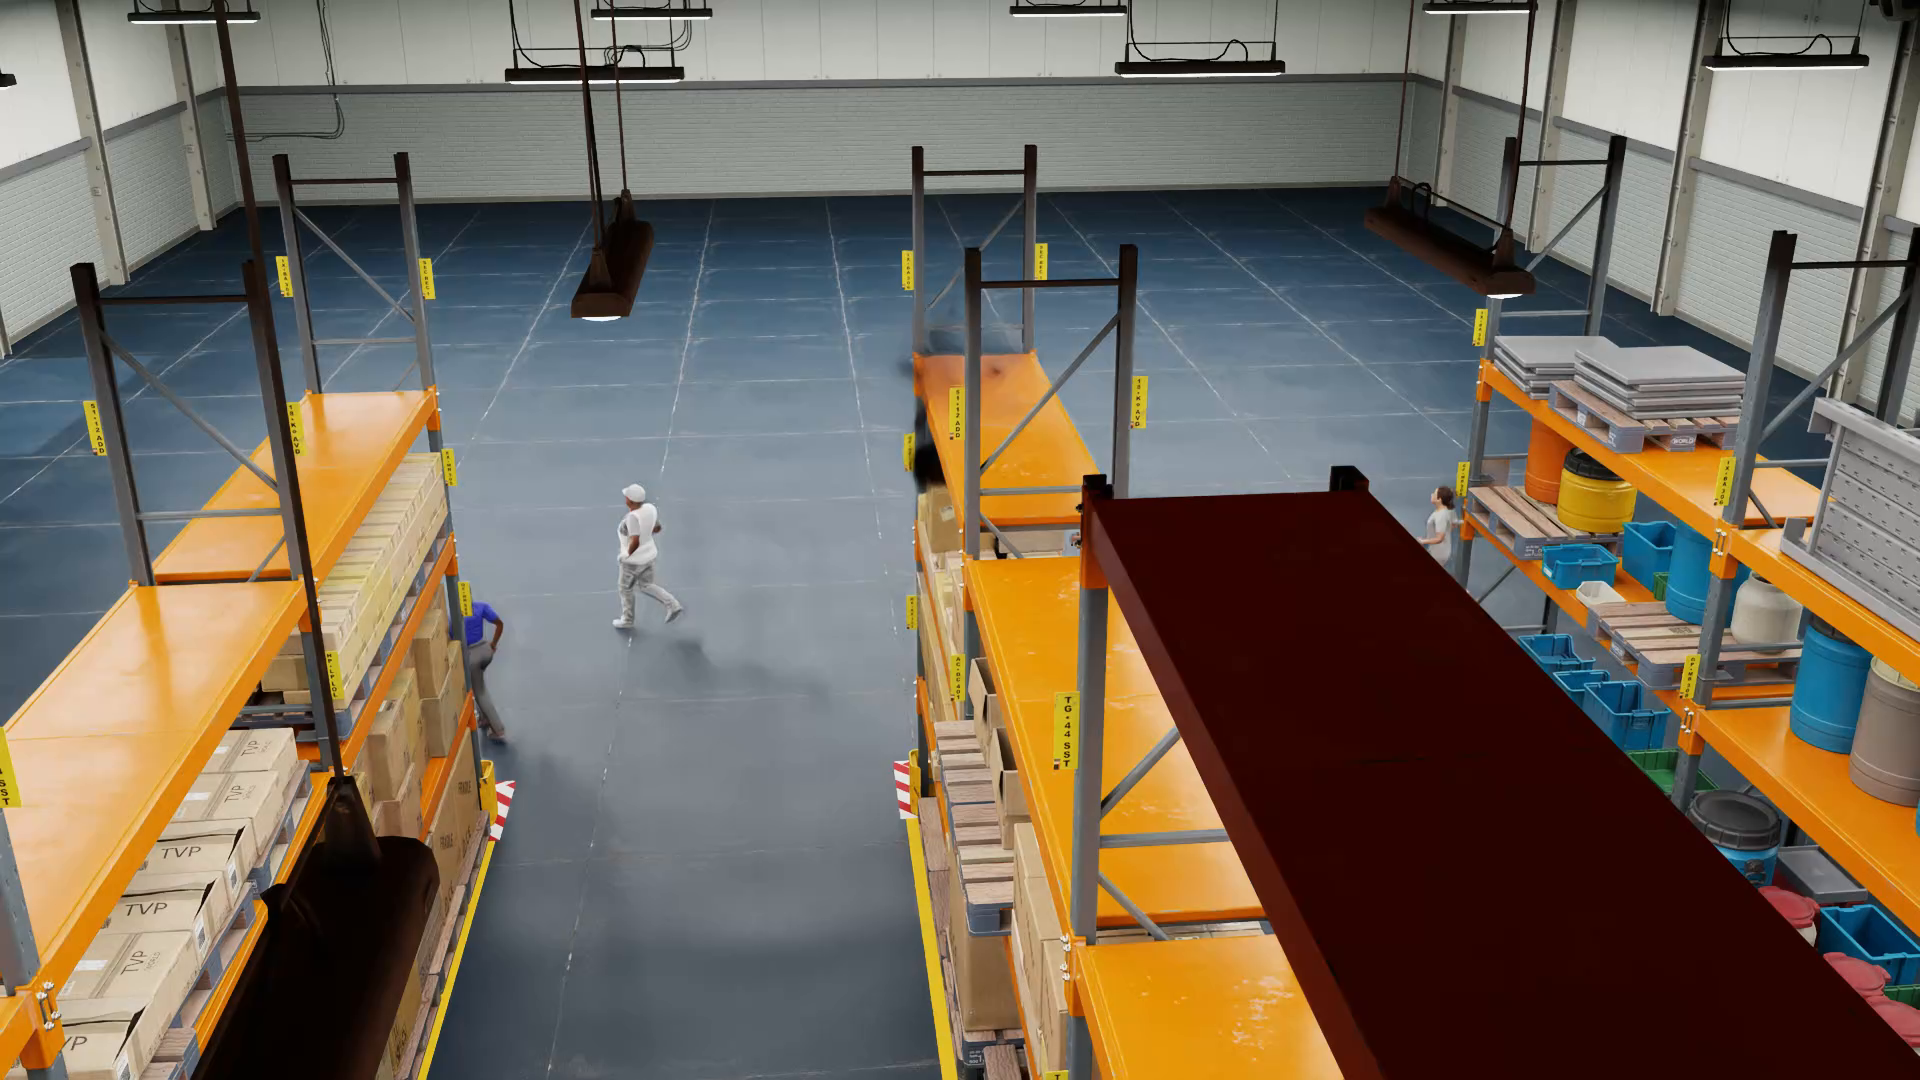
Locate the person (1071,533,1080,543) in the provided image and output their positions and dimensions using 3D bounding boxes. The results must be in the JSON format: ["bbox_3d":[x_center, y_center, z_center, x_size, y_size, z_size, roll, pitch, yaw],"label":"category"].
[{"bbox_3d":[1.492,0.315,18.464,1.054,1.689,0.676,9,23,22],"label":"person"}]

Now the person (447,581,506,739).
[{"bbox_3d":[-4.801,1.194,16.451,0.810,1.679,0.501,15,26,32],"label":"person"}]

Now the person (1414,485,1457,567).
[{"bbox_3d":[5.460,0.158,19.045,0.587,1.637,0.556,8,23,20],"label":"person"}]

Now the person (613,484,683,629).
[{"bbox_3d":[-3.580,0.216,18.704,0.922,1.777,0.687,11,24,25],"label":"person"}]
